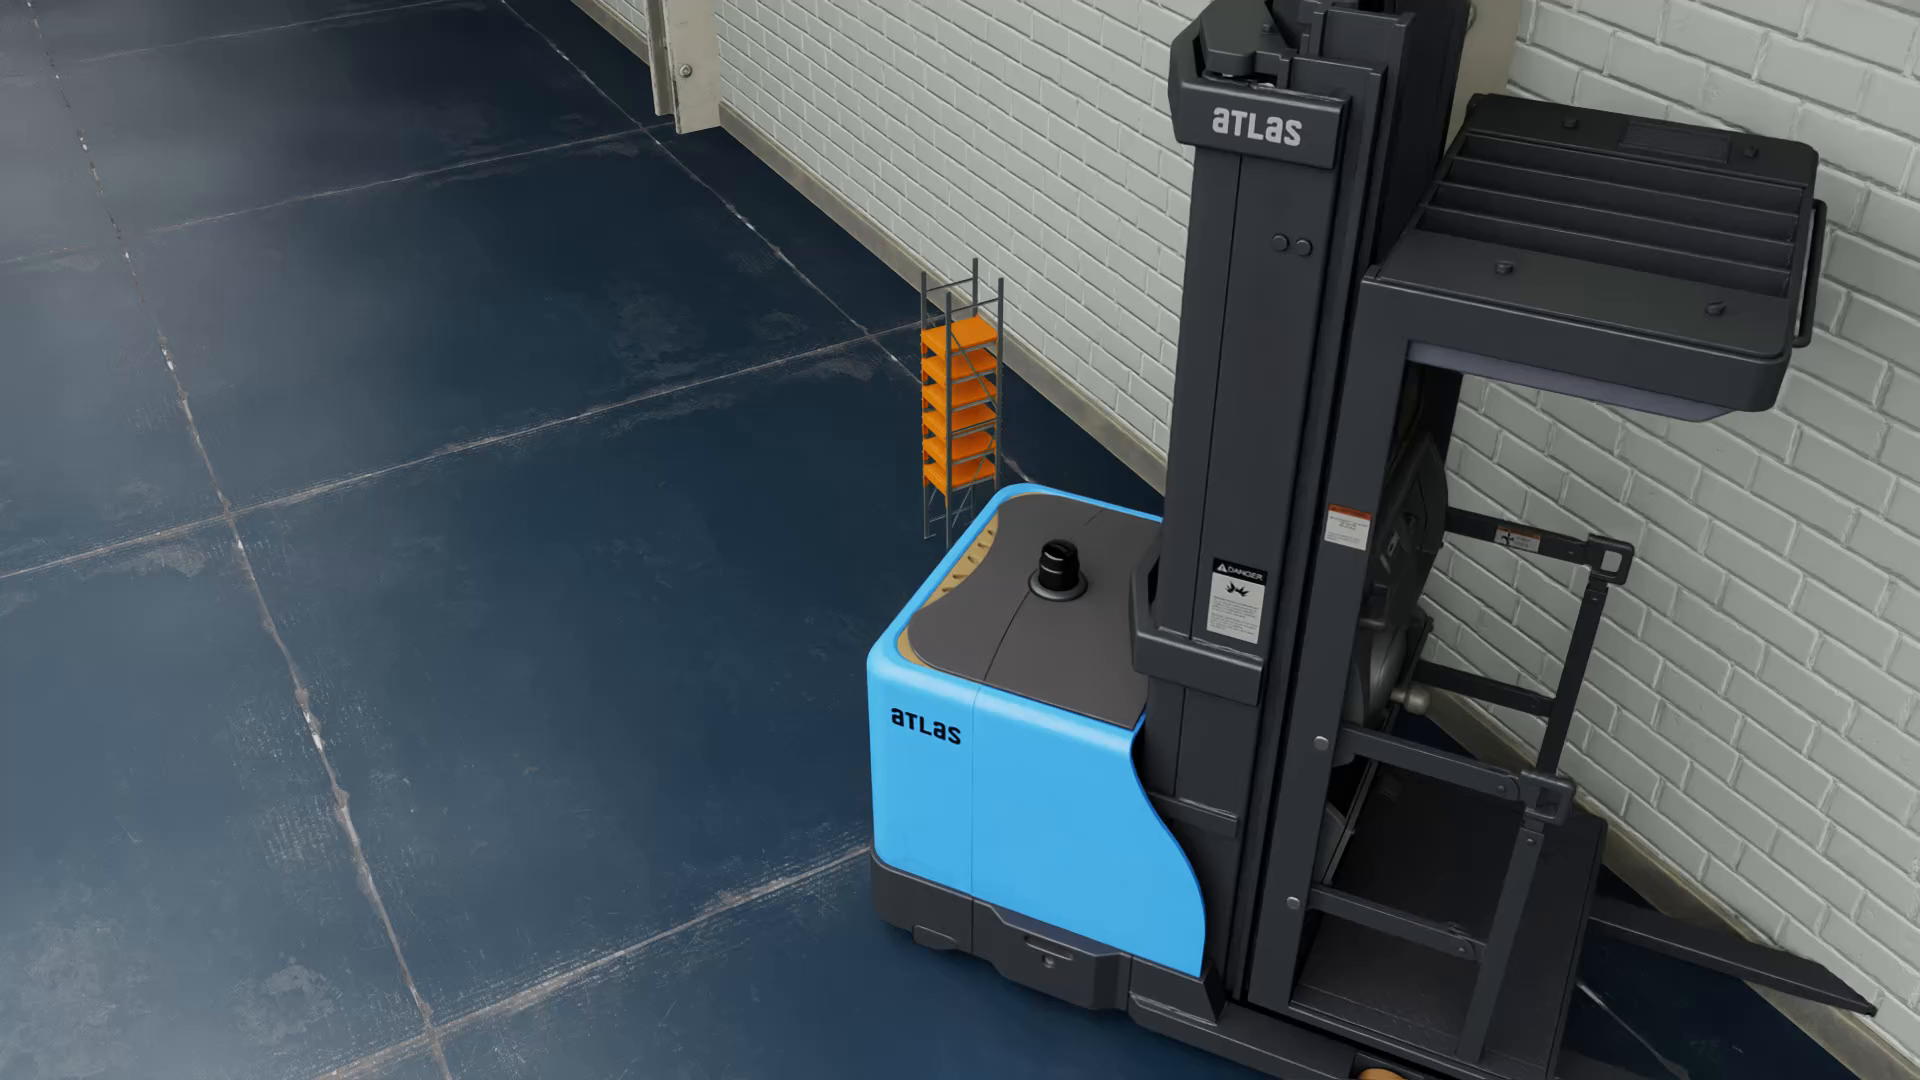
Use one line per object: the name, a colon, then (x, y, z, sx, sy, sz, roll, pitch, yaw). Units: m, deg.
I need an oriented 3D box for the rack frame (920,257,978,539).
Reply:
rack frame: (-0.039, -0.524, 6.450, 0.240, 1.200, 0.006, -19, 40, -24)

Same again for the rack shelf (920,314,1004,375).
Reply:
rack shelf: (0.007, -0.732, 6.200, 0.258, 0.103, 0.180, -19, 40, -24)

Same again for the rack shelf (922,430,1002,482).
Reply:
rack shelf: (0.007, -0.344, 6.483, 0.258, 0.103, 0.180, -19, 40, -24)

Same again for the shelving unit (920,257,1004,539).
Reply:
shelving unit: (-7.825, -5.445, 12.679, 5.752, 1.800, 21.905, -19, 40, -24)
